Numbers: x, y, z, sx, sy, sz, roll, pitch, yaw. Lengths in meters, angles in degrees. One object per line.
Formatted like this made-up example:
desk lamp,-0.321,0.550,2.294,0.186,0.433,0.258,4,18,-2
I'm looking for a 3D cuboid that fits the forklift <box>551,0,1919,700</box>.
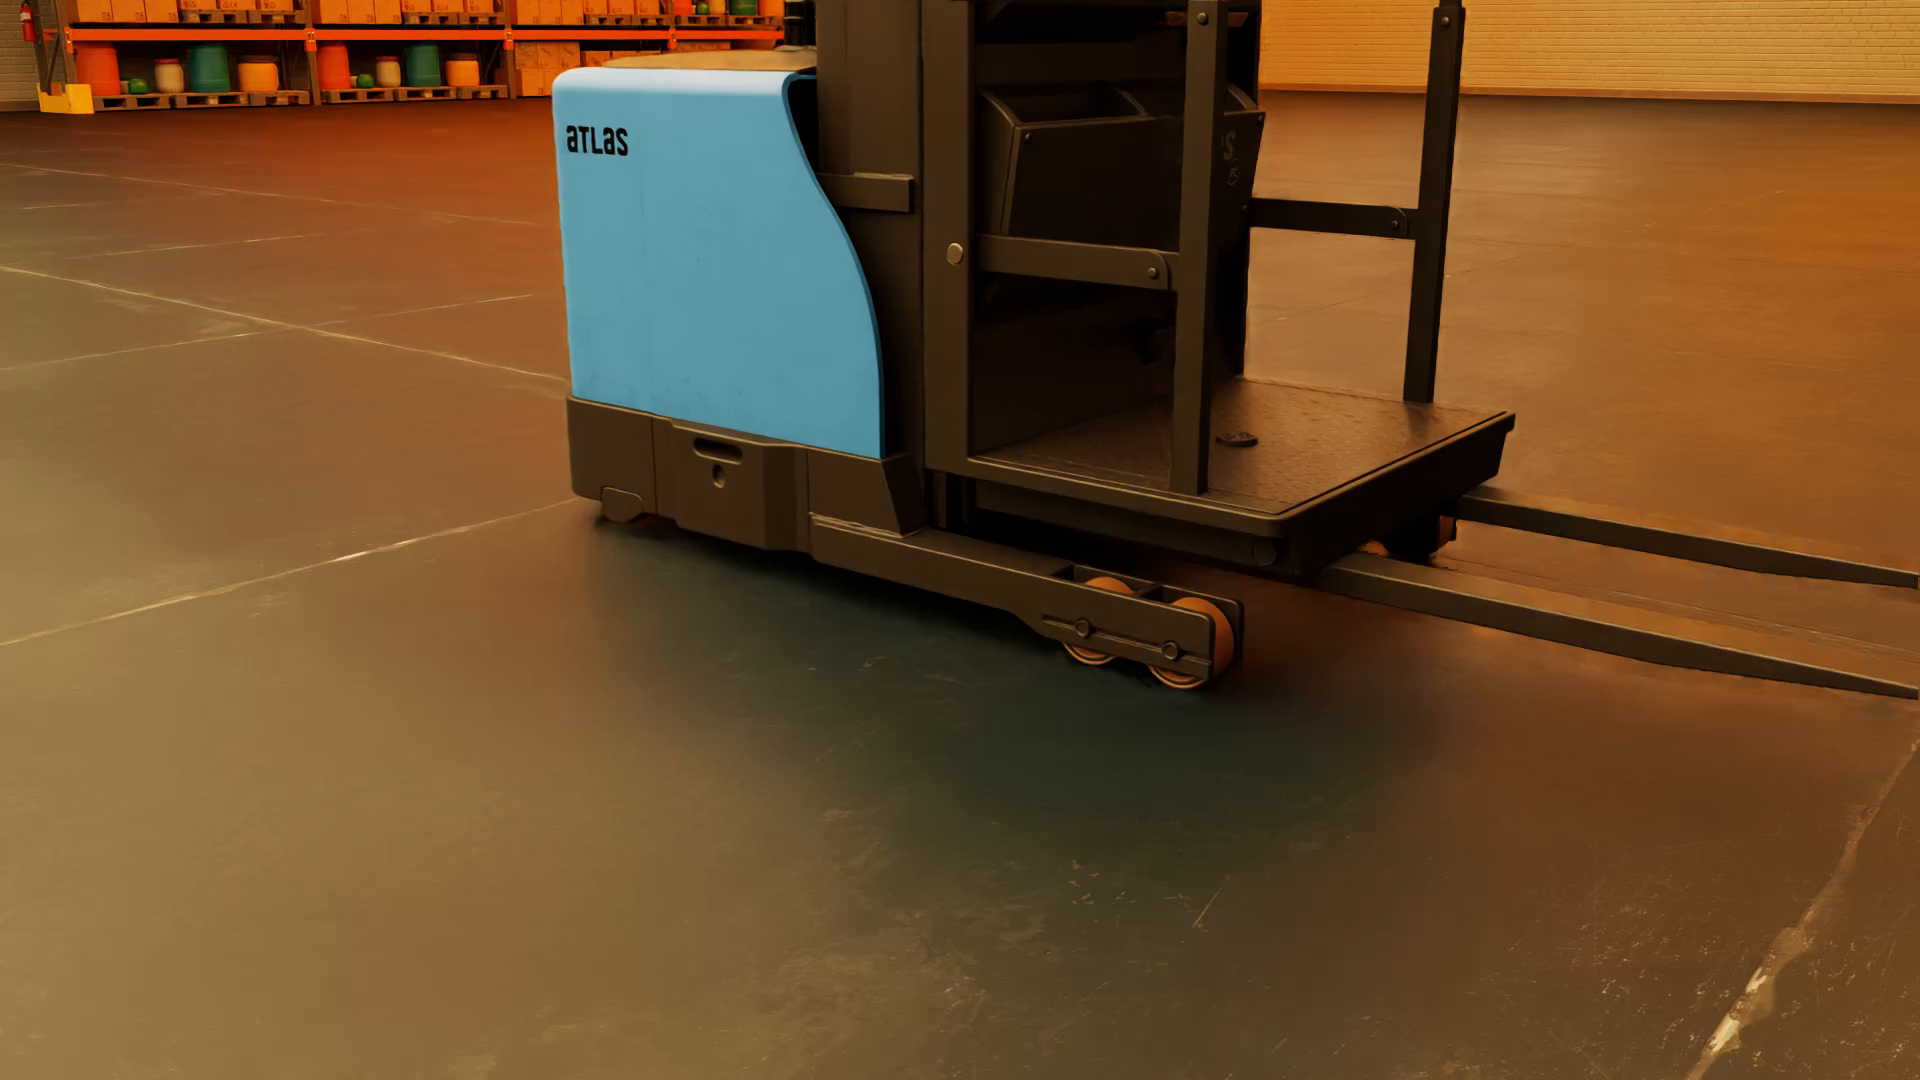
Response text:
forklift,0.509,-1.303,3.189,3.031,2.935,1.130,13,21,37
